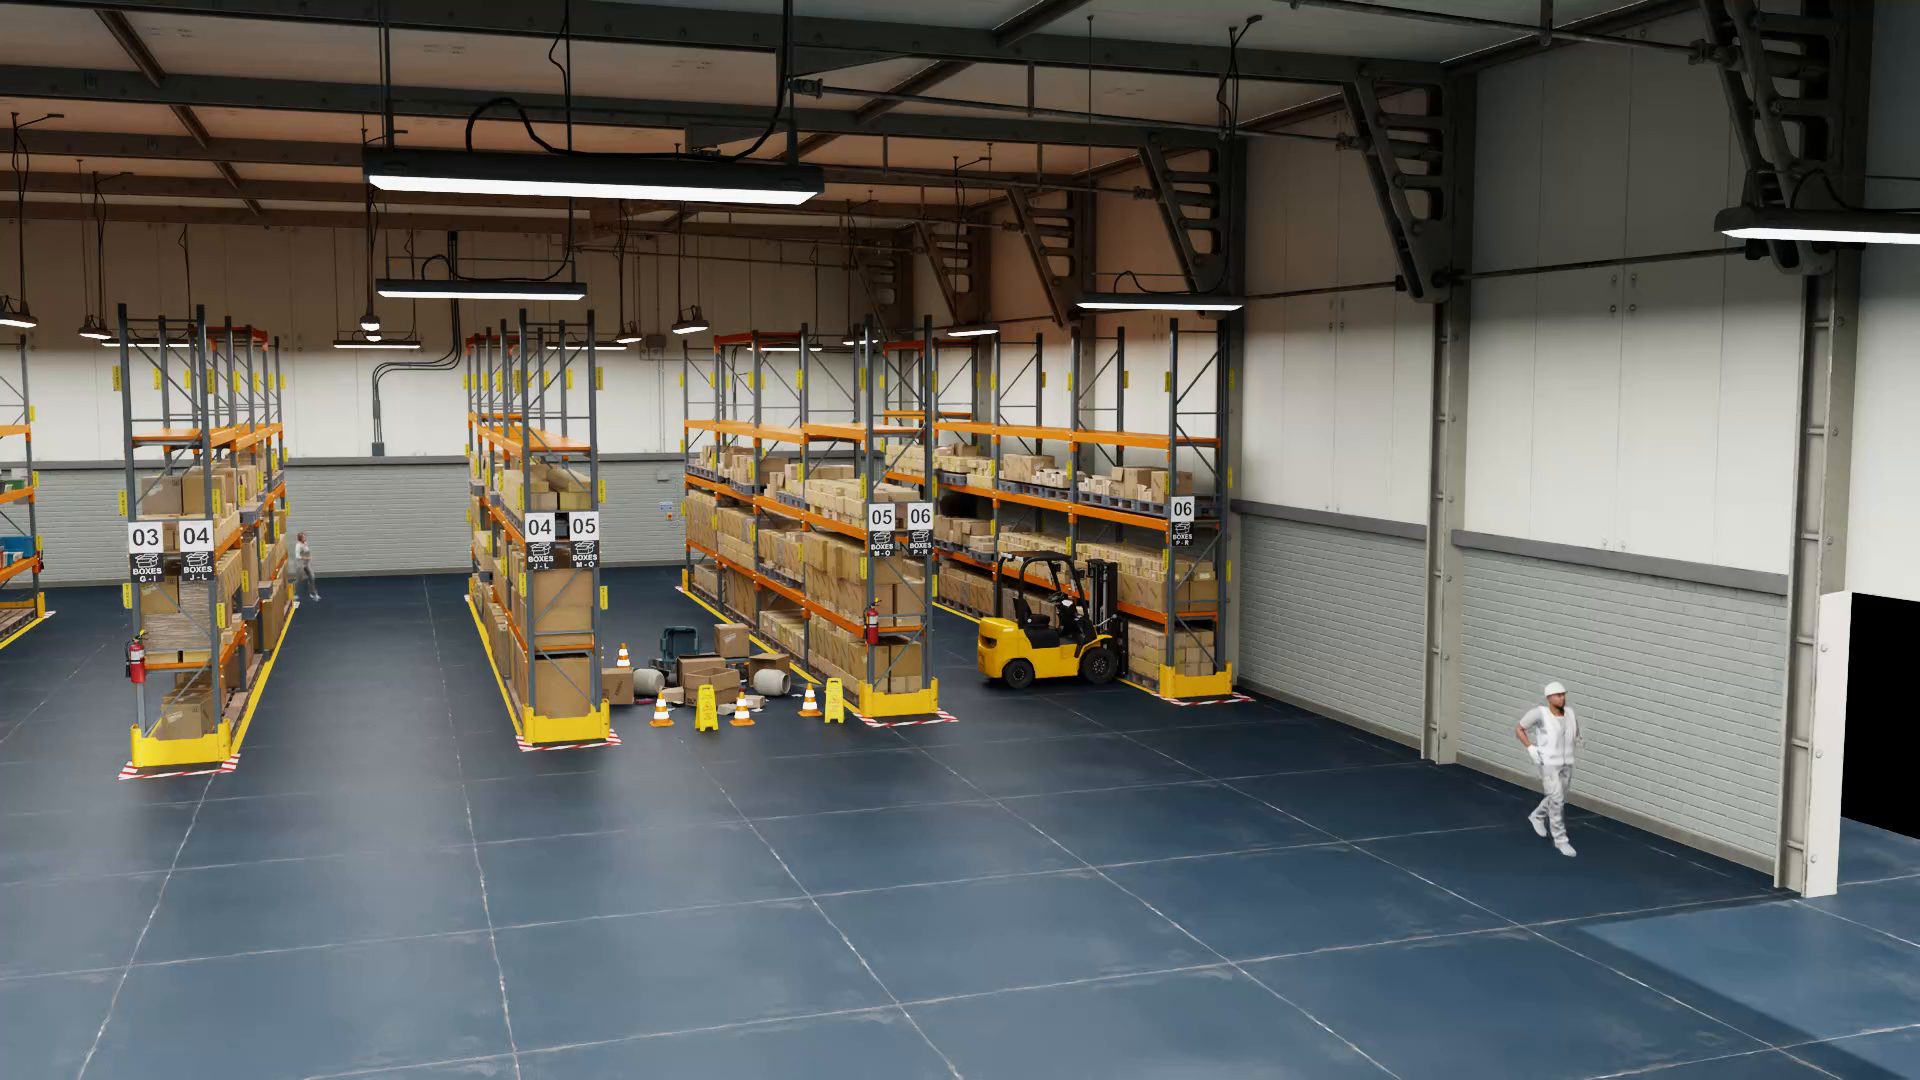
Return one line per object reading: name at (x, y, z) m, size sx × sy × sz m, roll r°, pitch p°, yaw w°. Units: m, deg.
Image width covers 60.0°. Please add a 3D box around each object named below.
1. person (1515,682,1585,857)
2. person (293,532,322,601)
person at (6.379, 2.412, 17.838) m, size 0.677 × 1.793 × 0.825 m, roll -2°, pitch 6°, yaw -21°
person at (-15.057, 0.615, 37.998) m, size 0.745 × 1.621 × 0.565 m, roll 1°, pitch 6°, yaw 14°
